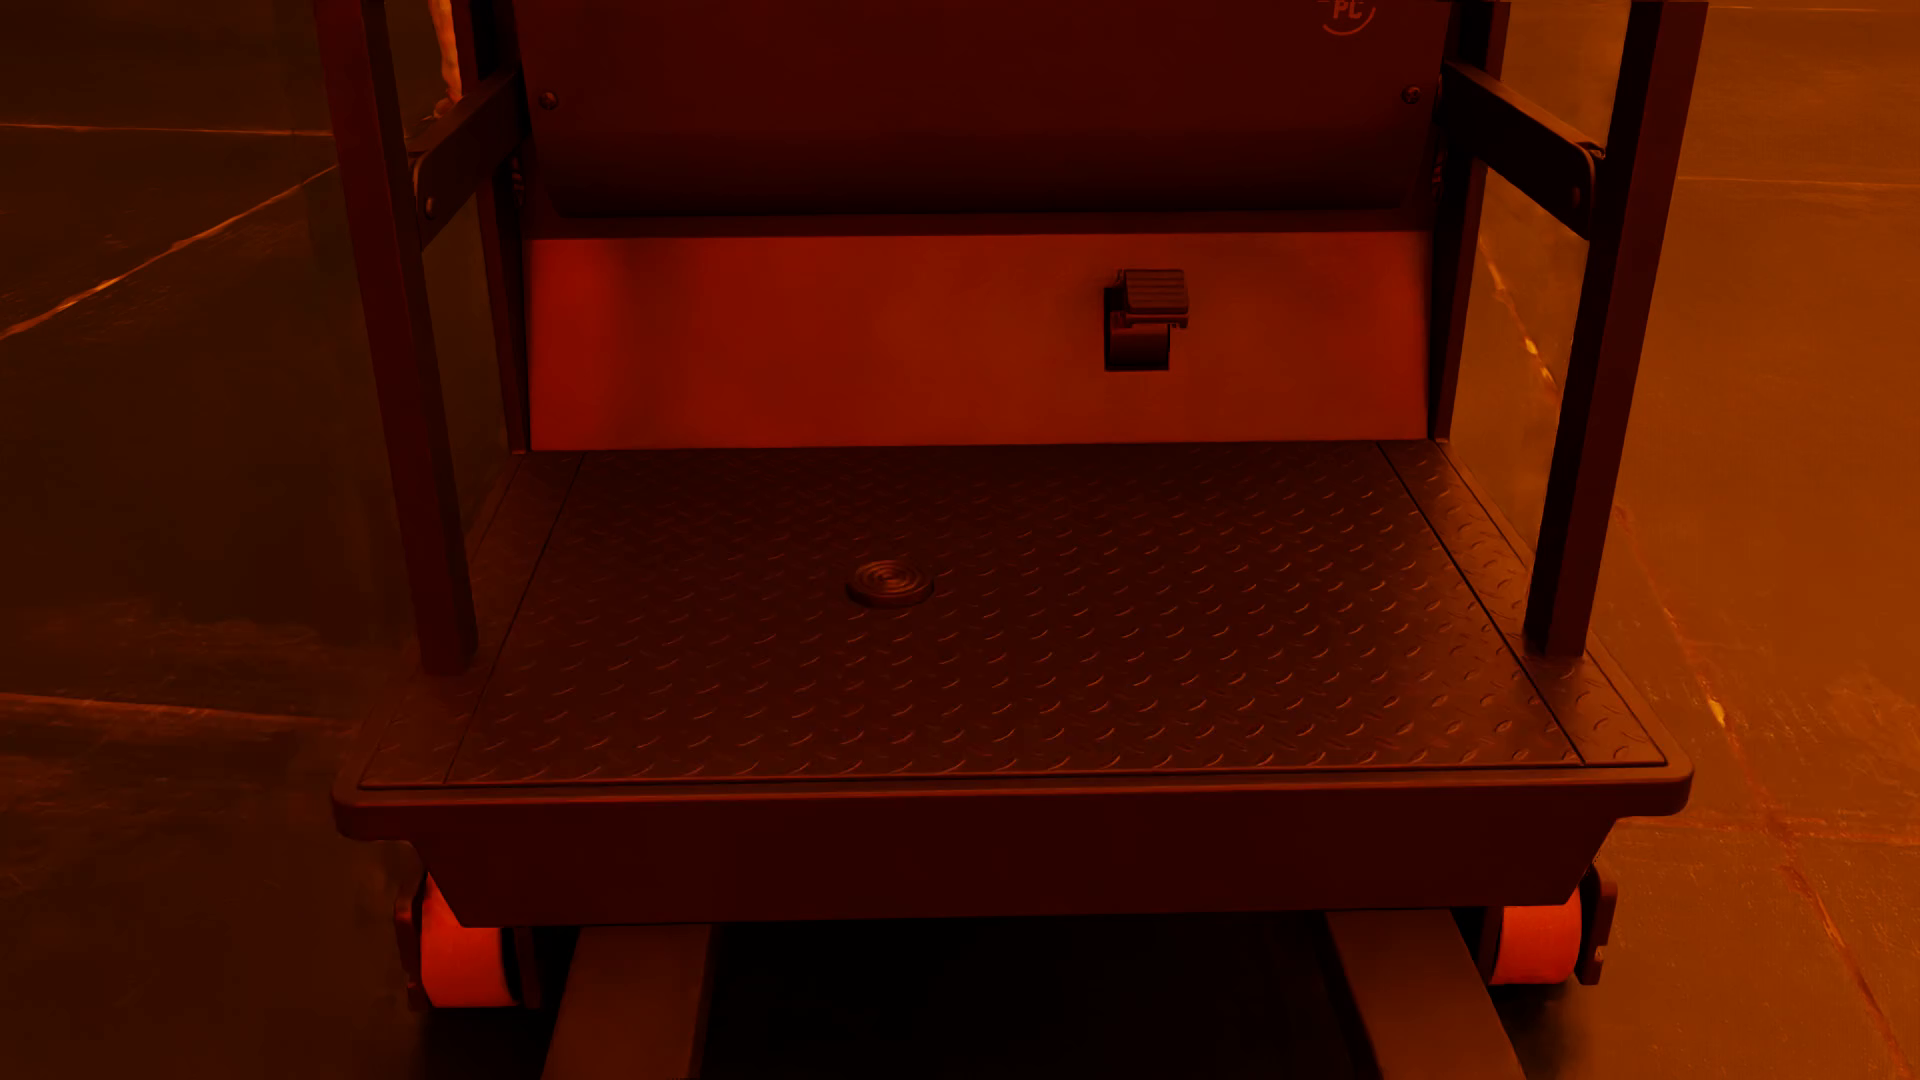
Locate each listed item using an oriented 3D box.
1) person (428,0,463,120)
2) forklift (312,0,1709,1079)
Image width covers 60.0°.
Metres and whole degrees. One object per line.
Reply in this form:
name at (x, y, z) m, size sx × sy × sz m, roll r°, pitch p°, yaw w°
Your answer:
person at (-1.369, -2.031, 4.710) m, size 0.542 × 1.665 × 0.469 m, roll -12°, pitch 29°, yaw -23°
forklift at (0.033, -1.007, 1.236) m, size 1.130 × 2.935 × 3.031 m, roll -1°, pitch 27°, yaw -2°
